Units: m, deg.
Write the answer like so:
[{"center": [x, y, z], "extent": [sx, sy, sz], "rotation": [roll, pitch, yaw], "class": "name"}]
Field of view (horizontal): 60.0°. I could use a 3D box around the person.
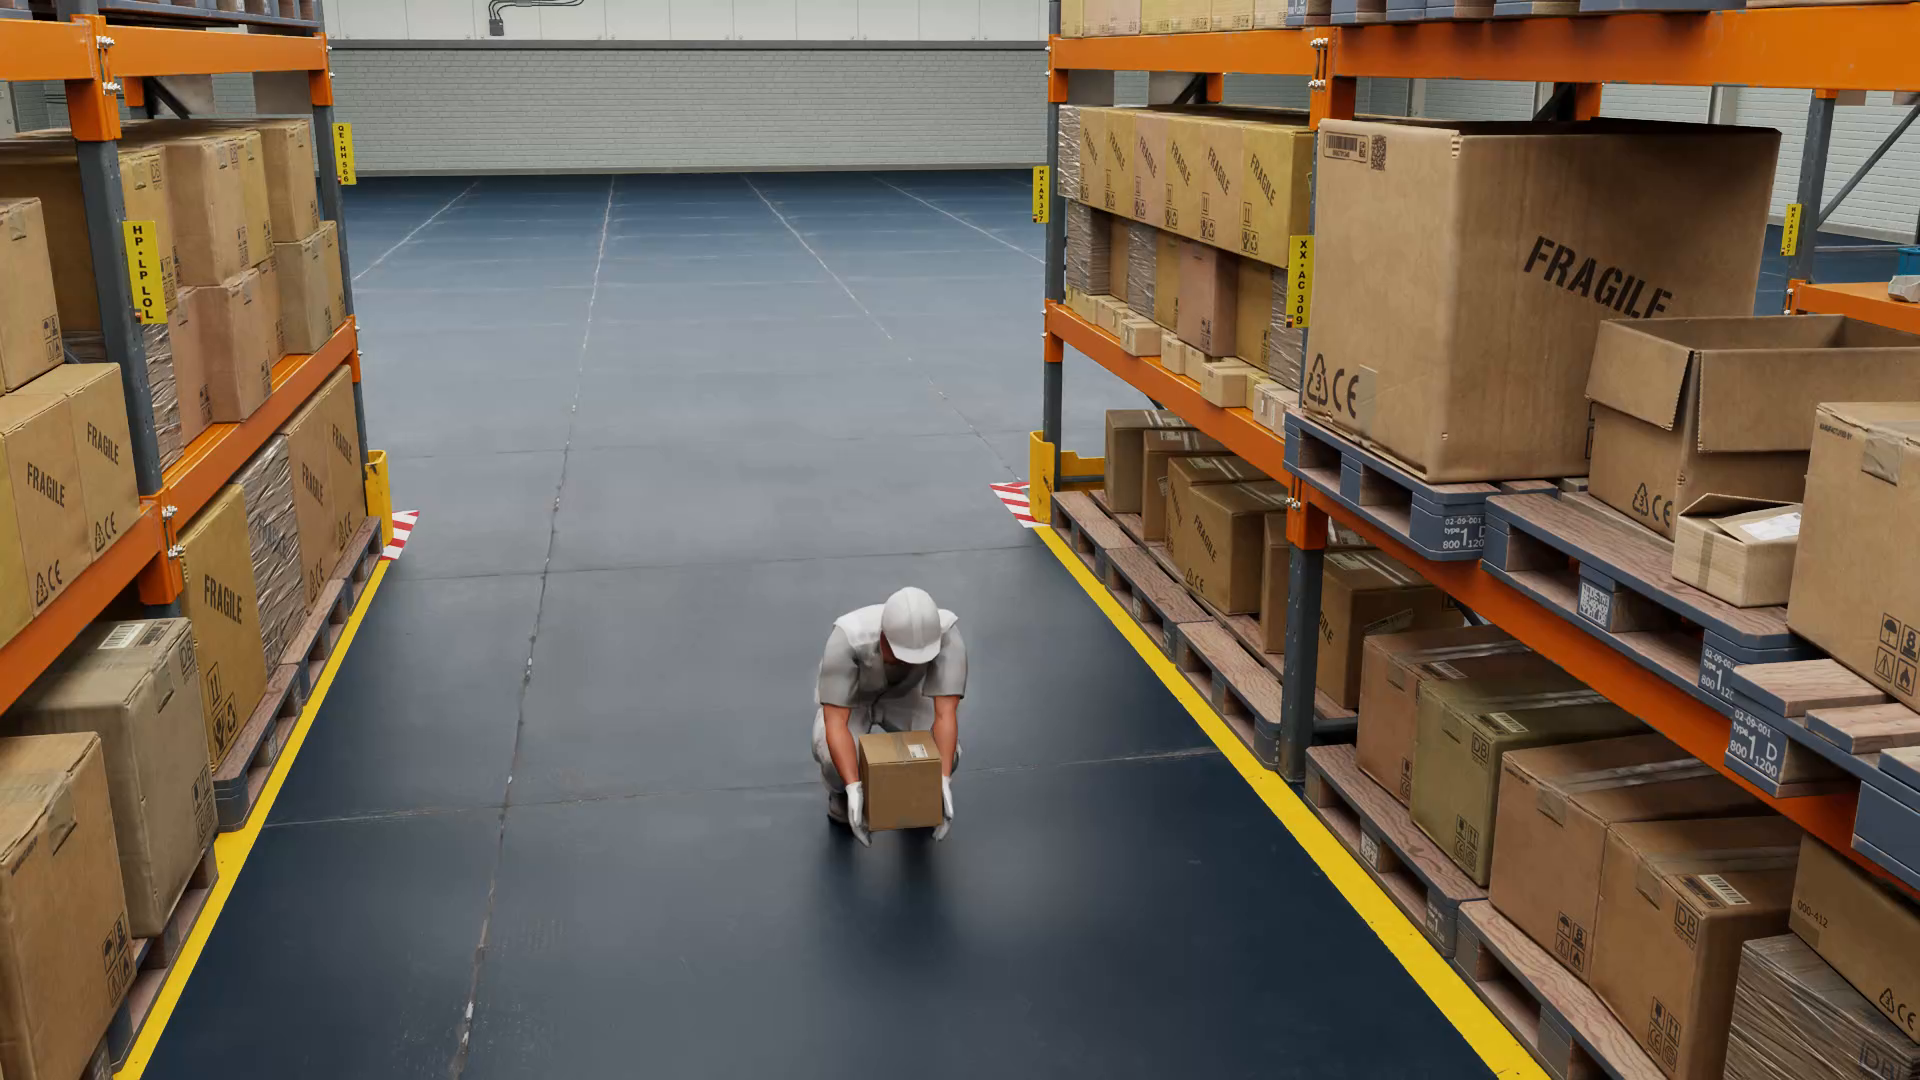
[{"center": [-0.259, 0.573, 5.967], "extent": [0.555, 0.990, 0.877], "rotation": [-3, 16, -11], "class": "person"}]
